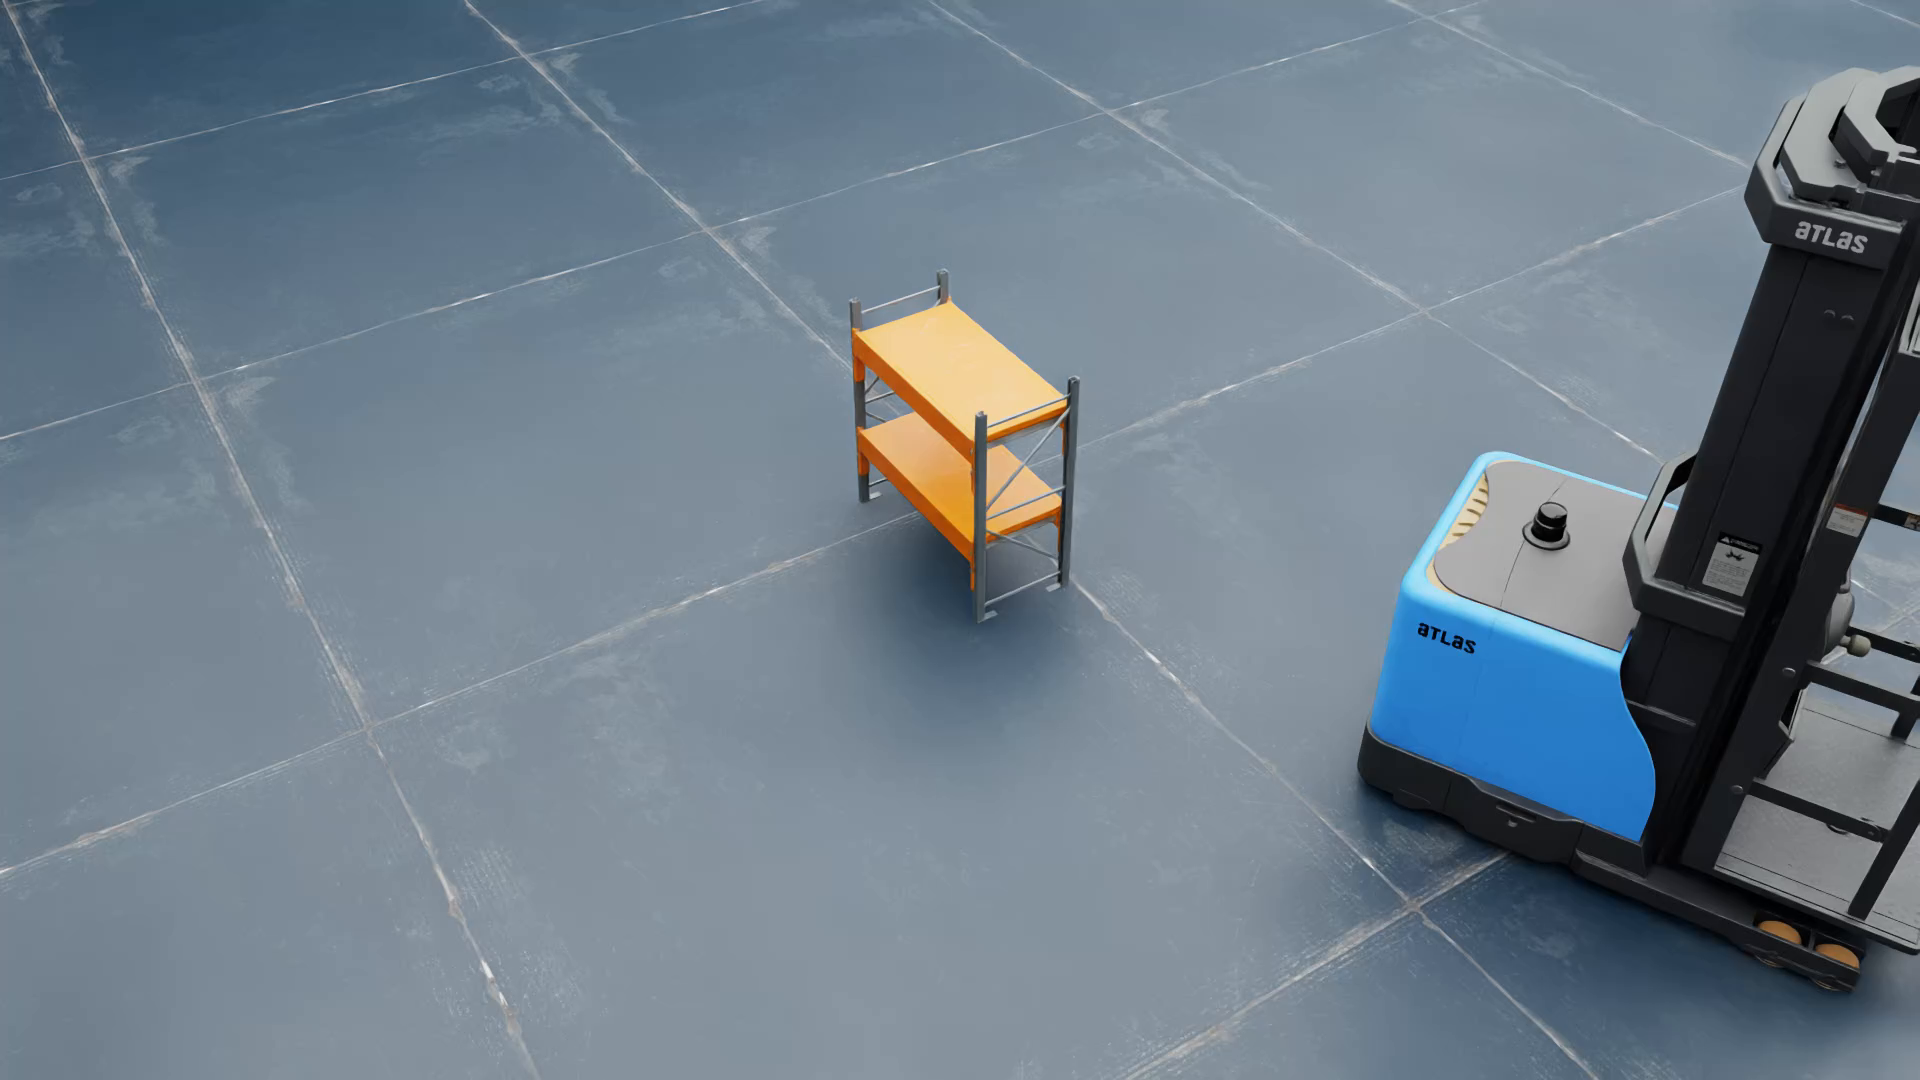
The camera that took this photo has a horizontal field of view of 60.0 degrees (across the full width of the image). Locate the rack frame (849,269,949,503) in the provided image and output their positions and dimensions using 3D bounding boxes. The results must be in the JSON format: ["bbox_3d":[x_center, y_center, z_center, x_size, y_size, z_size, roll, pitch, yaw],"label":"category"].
[{"bbox_3d":[-0.270,-0.703,7.775,0.500,1.125,0.032,-22,45,-24],"label":"rack frame"}]

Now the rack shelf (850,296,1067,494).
[{"bbox_3d":[0.004,-0.653,7.259,0.538,0.278,1.000,-22,45,-24],"label":"rack shelf"}]

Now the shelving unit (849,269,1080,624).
[{"bbox_3d":[0.004,-0.428,7.446,0.538,1.125,1.048,-22,45,-24],"label":"shelving unit"}]

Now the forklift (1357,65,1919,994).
[{"bbox_3d":[3.106,0.077,5.428,3.031,2.935,1.130,21,44,23],"label":"forklift"}]

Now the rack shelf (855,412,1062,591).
[{"bbox_3d":[0.004,-0.241,7.603,0.538,0.278,1.000,-22,45,-24],"label":"rack shelf"}]

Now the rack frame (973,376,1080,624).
[{"bbox_3d":[0.277,-0.154,7.117,0.500,1.125,0.032,-22,45,-24],"label":"rack frame"}]
